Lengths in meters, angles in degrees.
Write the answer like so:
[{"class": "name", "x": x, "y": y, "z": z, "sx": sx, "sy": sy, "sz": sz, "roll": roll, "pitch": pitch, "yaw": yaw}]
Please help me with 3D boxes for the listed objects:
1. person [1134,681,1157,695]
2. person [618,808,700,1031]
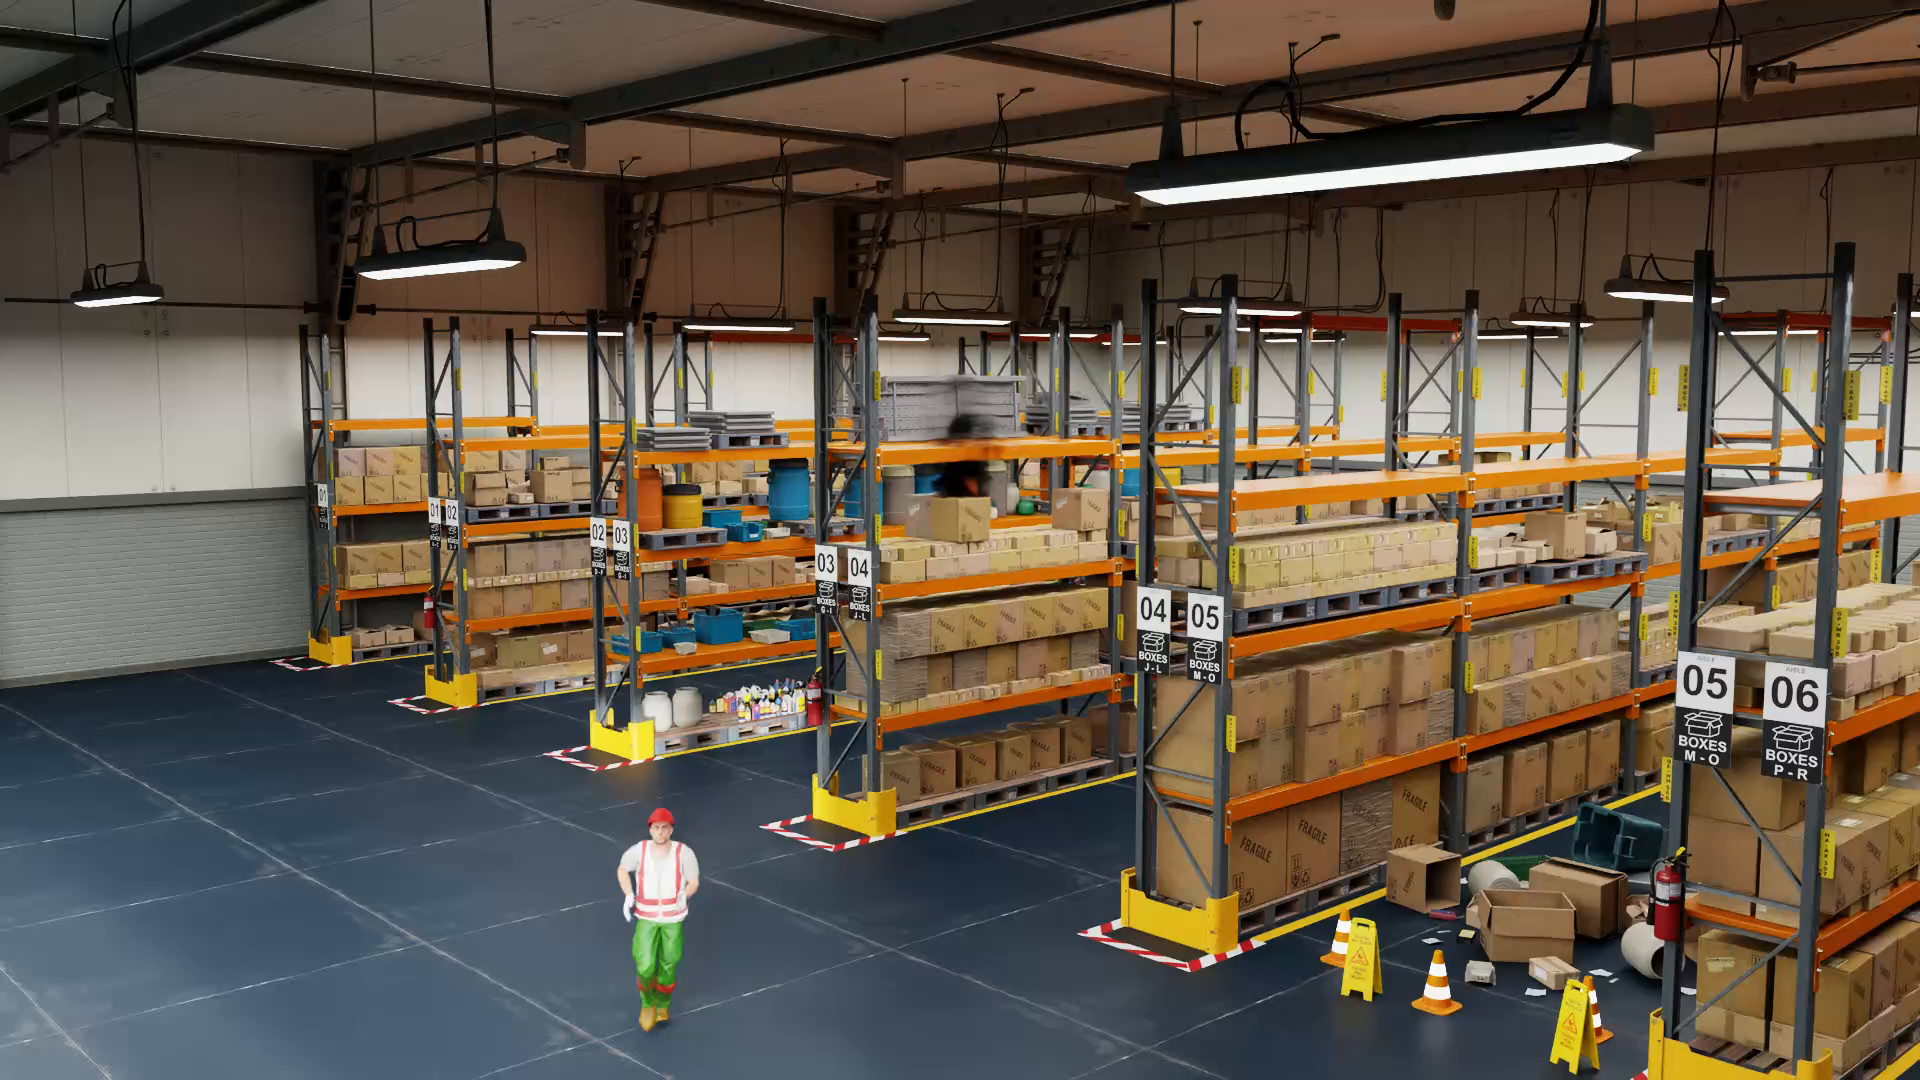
[{"class": "person", "x": 2.847, "y": 1.801, "z": 24.860, "sx": 0.660, "sy": 1.734, "sz": 0.688, "roll": 5, "pitch": 8, "yaw": 41}, {"class": "person", "x": -2.347, "y": 2.973, "z": 12.989, "sx": 0.634, "sy": 1.768, "sz": 0.670, "roll": -1, "pitch": 6, "yaw": -11}]
